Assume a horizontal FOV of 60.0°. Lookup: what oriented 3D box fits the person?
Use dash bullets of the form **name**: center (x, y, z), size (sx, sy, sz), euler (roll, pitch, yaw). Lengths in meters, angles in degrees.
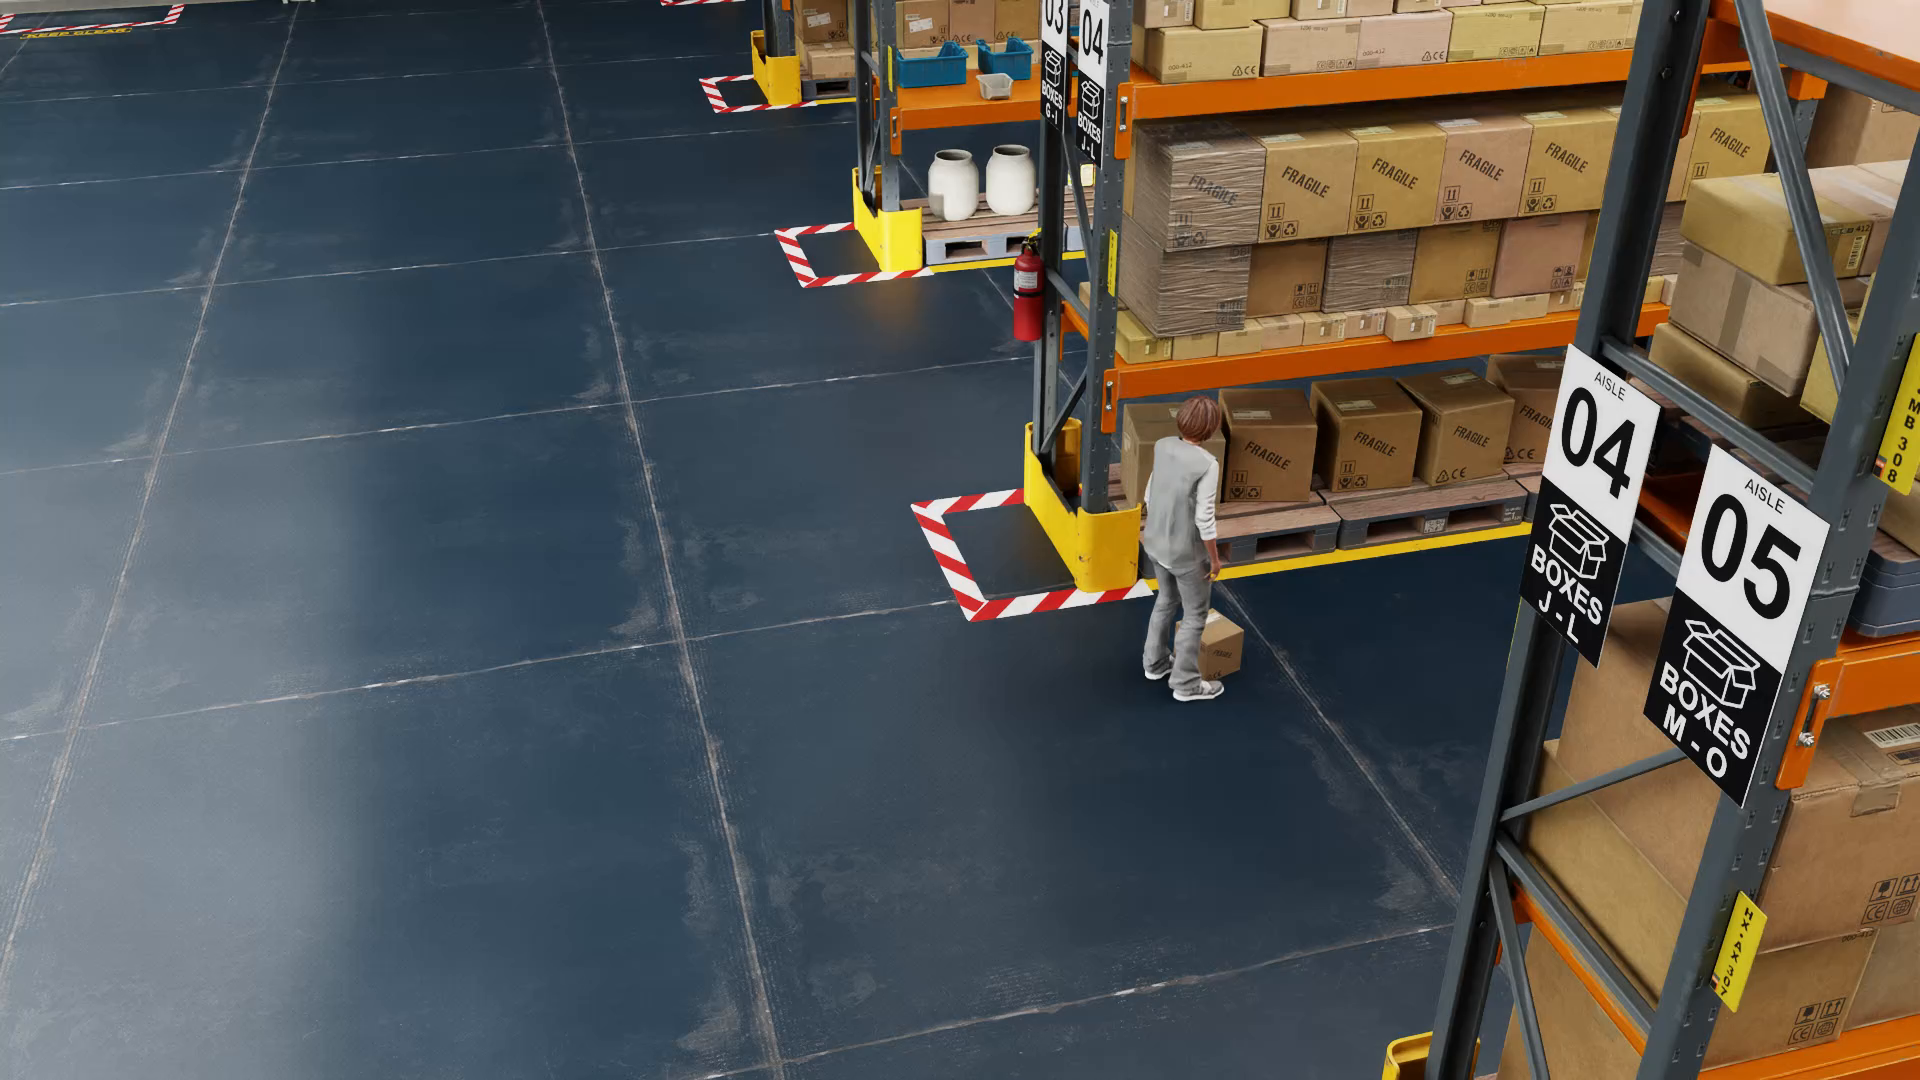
- **person**: center (1.092, 0.043, 8.166), size (0.345, 1.592, 0.486), euler (-20, 36, -29)
